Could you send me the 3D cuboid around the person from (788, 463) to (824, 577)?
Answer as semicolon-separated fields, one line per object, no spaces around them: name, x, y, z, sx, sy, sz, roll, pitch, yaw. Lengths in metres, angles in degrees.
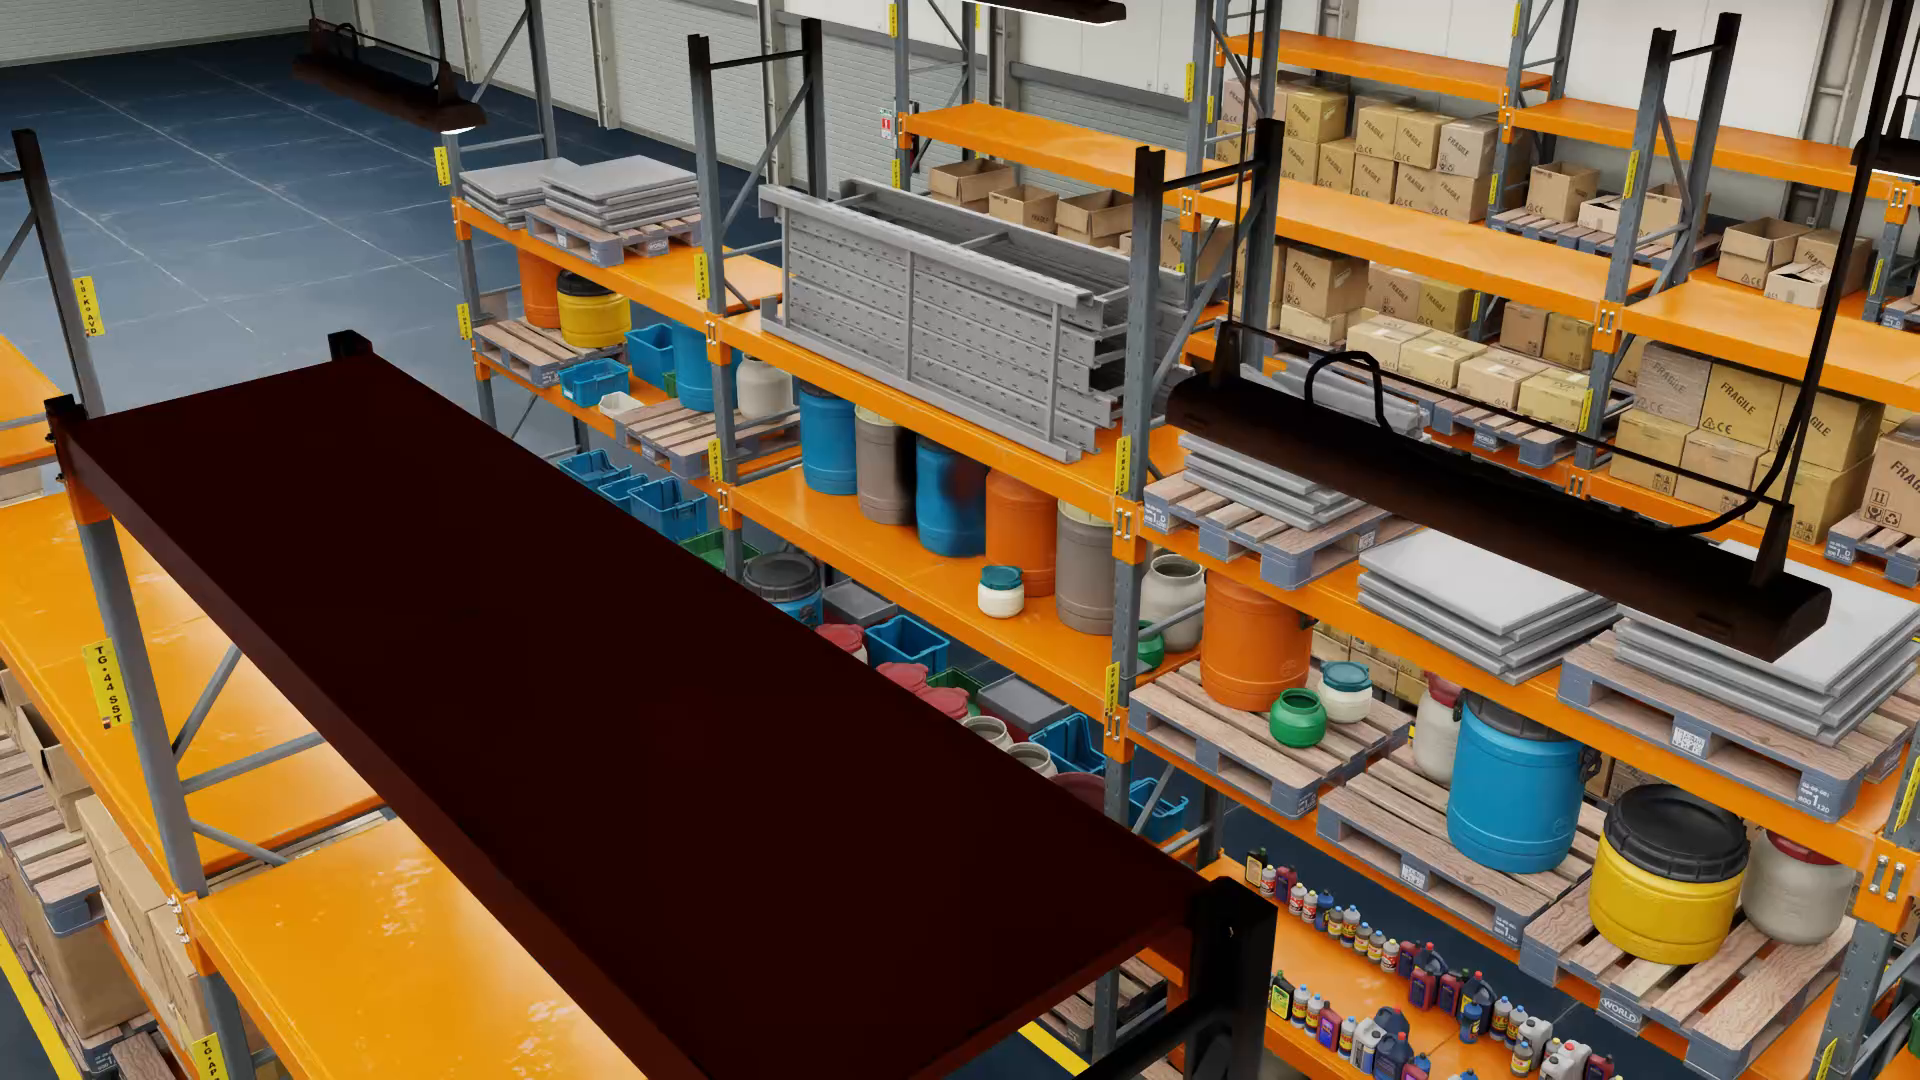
person;-1.437;0.038;15.628;0.387;1.850;0.606;-15;30;-26
